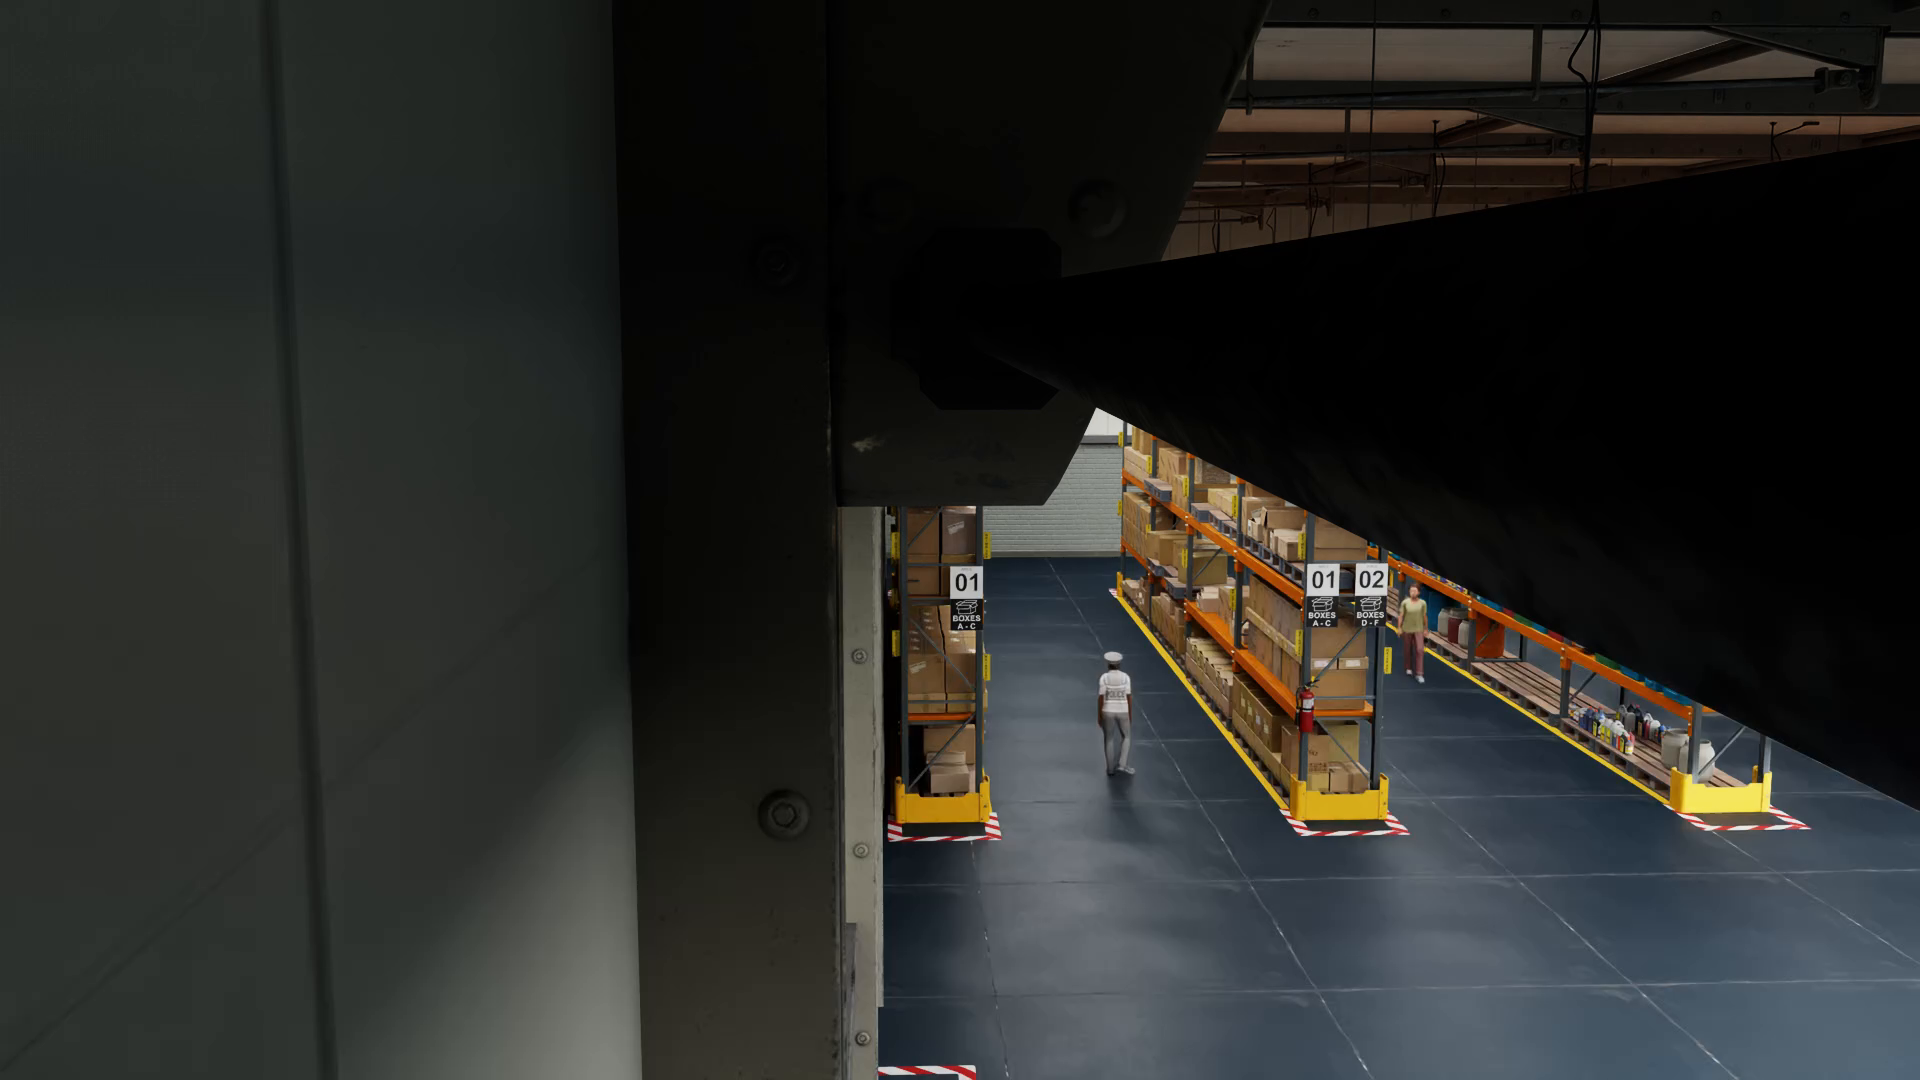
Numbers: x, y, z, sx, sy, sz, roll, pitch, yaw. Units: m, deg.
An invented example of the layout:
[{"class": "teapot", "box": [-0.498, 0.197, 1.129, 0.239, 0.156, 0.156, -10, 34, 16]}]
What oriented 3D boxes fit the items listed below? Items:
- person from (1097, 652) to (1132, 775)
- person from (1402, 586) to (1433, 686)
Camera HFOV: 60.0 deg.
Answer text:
[{"class": "person", "box": [2.115, 2.369, 22.577, 0.561, 1.718, 0.382, -5, 10, -33]}, {"class": "person", "box": [7.653, 1.590, 27.868, 0.484, 1.642, 0.643, 2, 8, 11]}]
